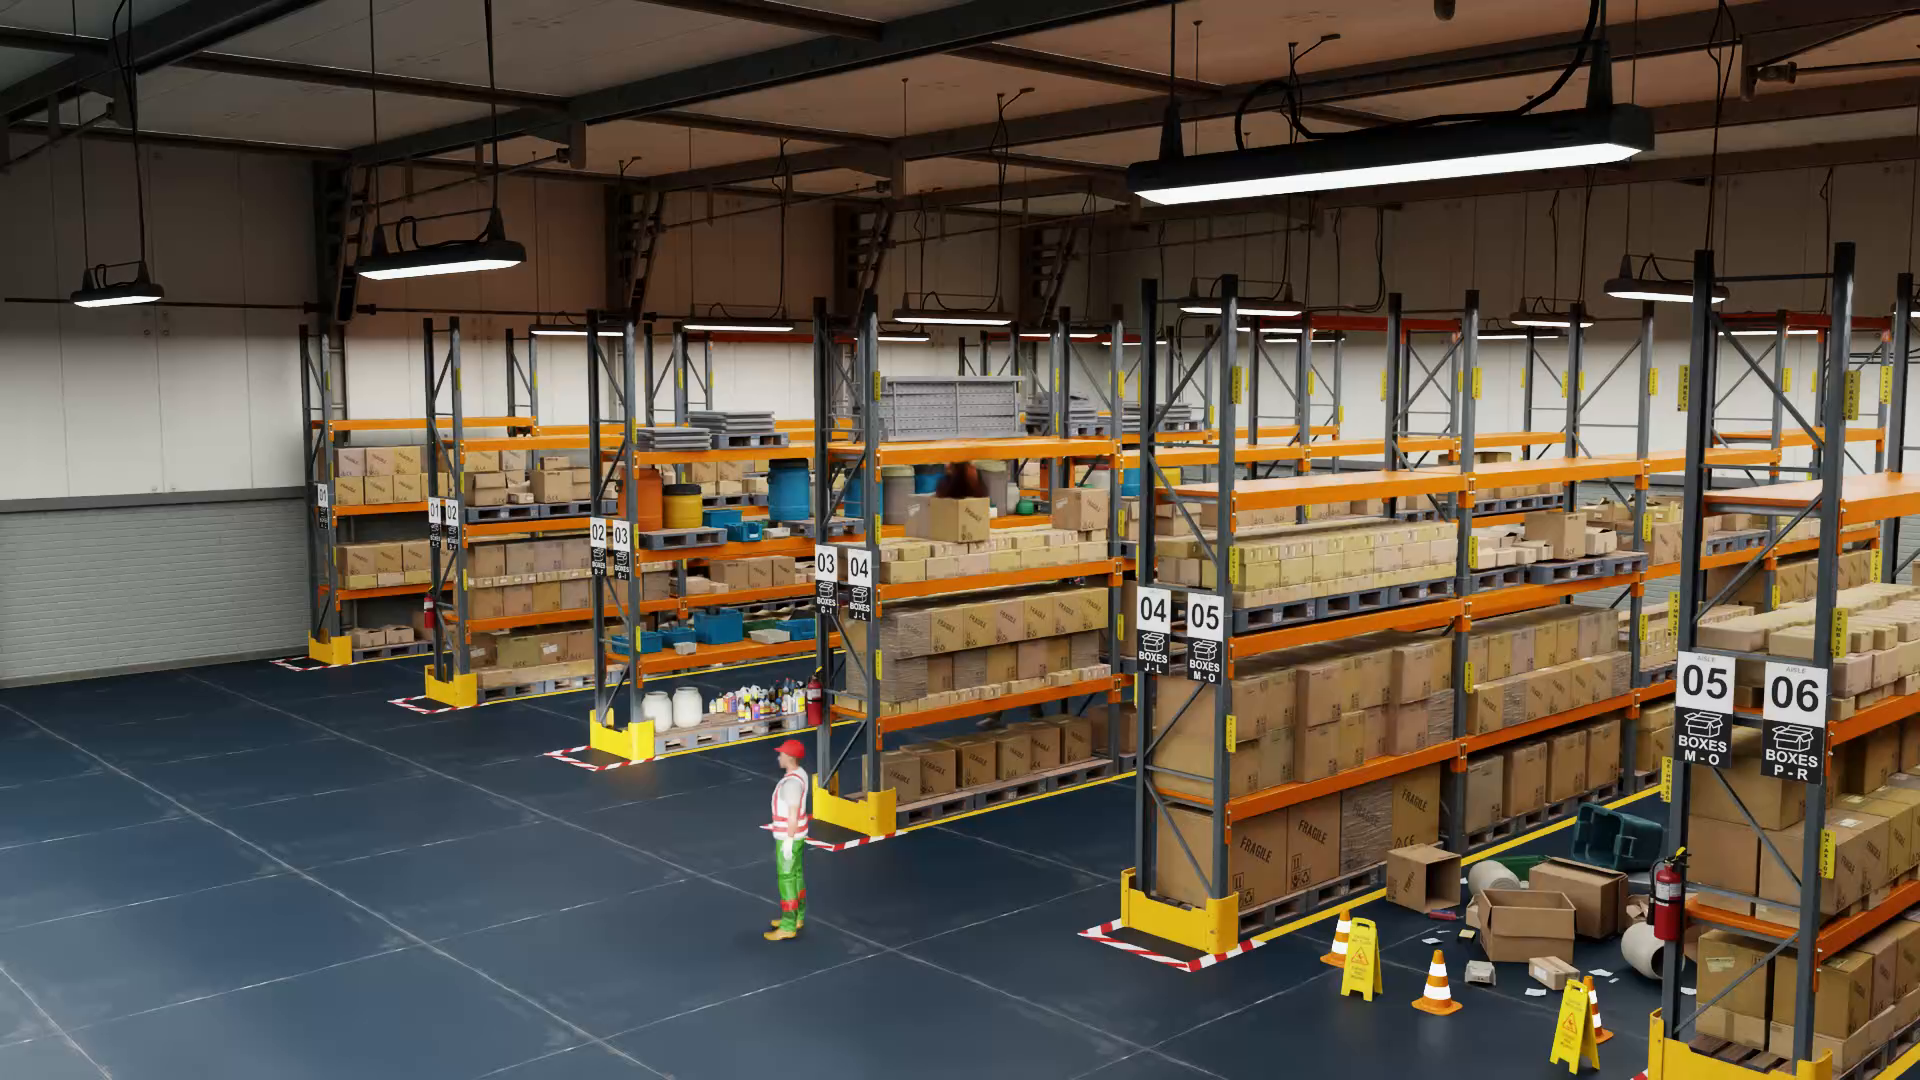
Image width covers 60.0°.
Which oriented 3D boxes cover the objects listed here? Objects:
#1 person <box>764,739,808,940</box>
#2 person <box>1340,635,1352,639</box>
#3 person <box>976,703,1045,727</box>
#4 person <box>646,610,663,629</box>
[{"bbox_3d":[-1.595,2.729,15.322,0.387,1.808,0.586,0,6,4],"label":"person"},{"bbox_3d":[5.057,2.067,22.019,1.108,1.715,0.596,-5,8,-43],"label":"person"},{"bbox_3d":[0.776,1.846,24.091,1.094,1.721,0.700,-4,7,-34],"label":"person"},{"bbox_3d":[-5.611,1.246,30.851,0.648,1.510,0.538,-5,7,-39],"label":"person"}]
